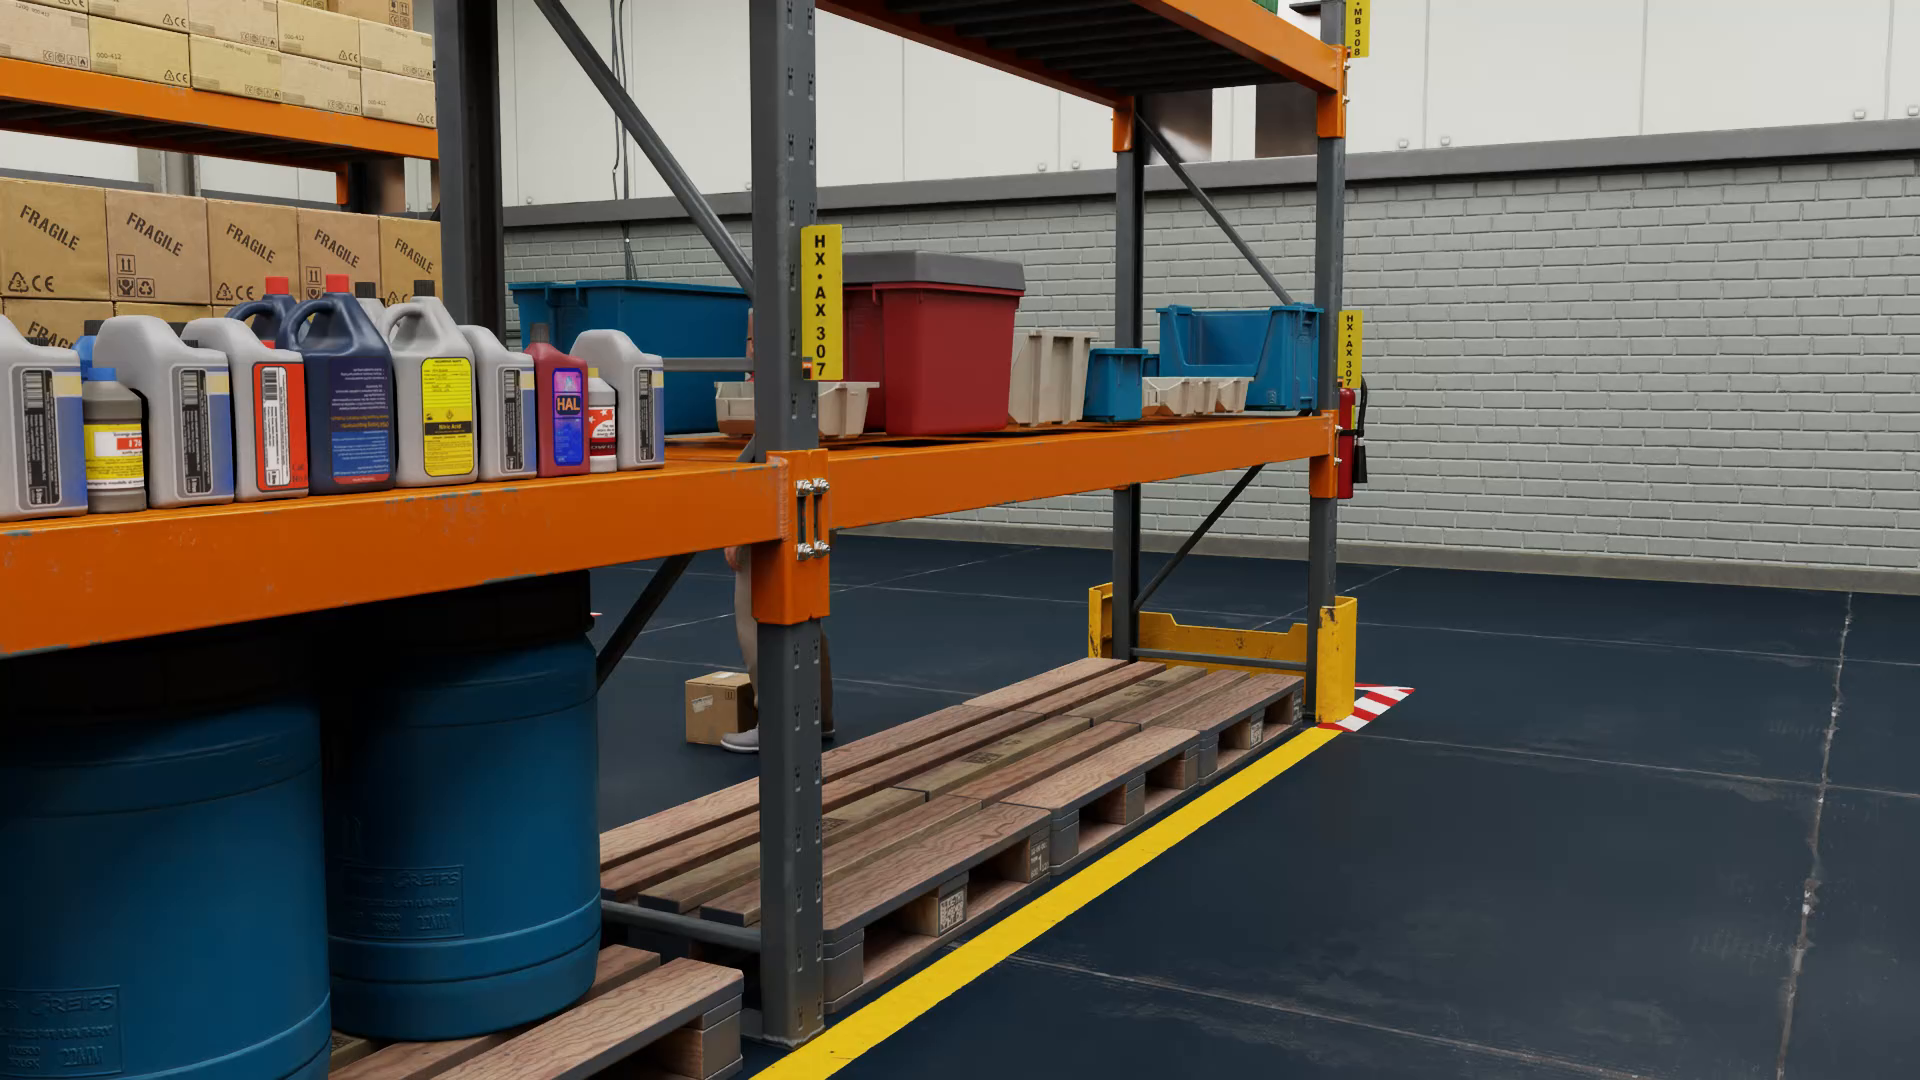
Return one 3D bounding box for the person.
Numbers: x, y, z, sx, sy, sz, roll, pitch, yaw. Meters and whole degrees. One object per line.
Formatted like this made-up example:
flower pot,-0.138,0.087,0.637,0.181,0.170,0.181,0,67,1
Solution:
person,-0.713,-0.039,6.575,0.393,1.727,0.585,3,7,29
